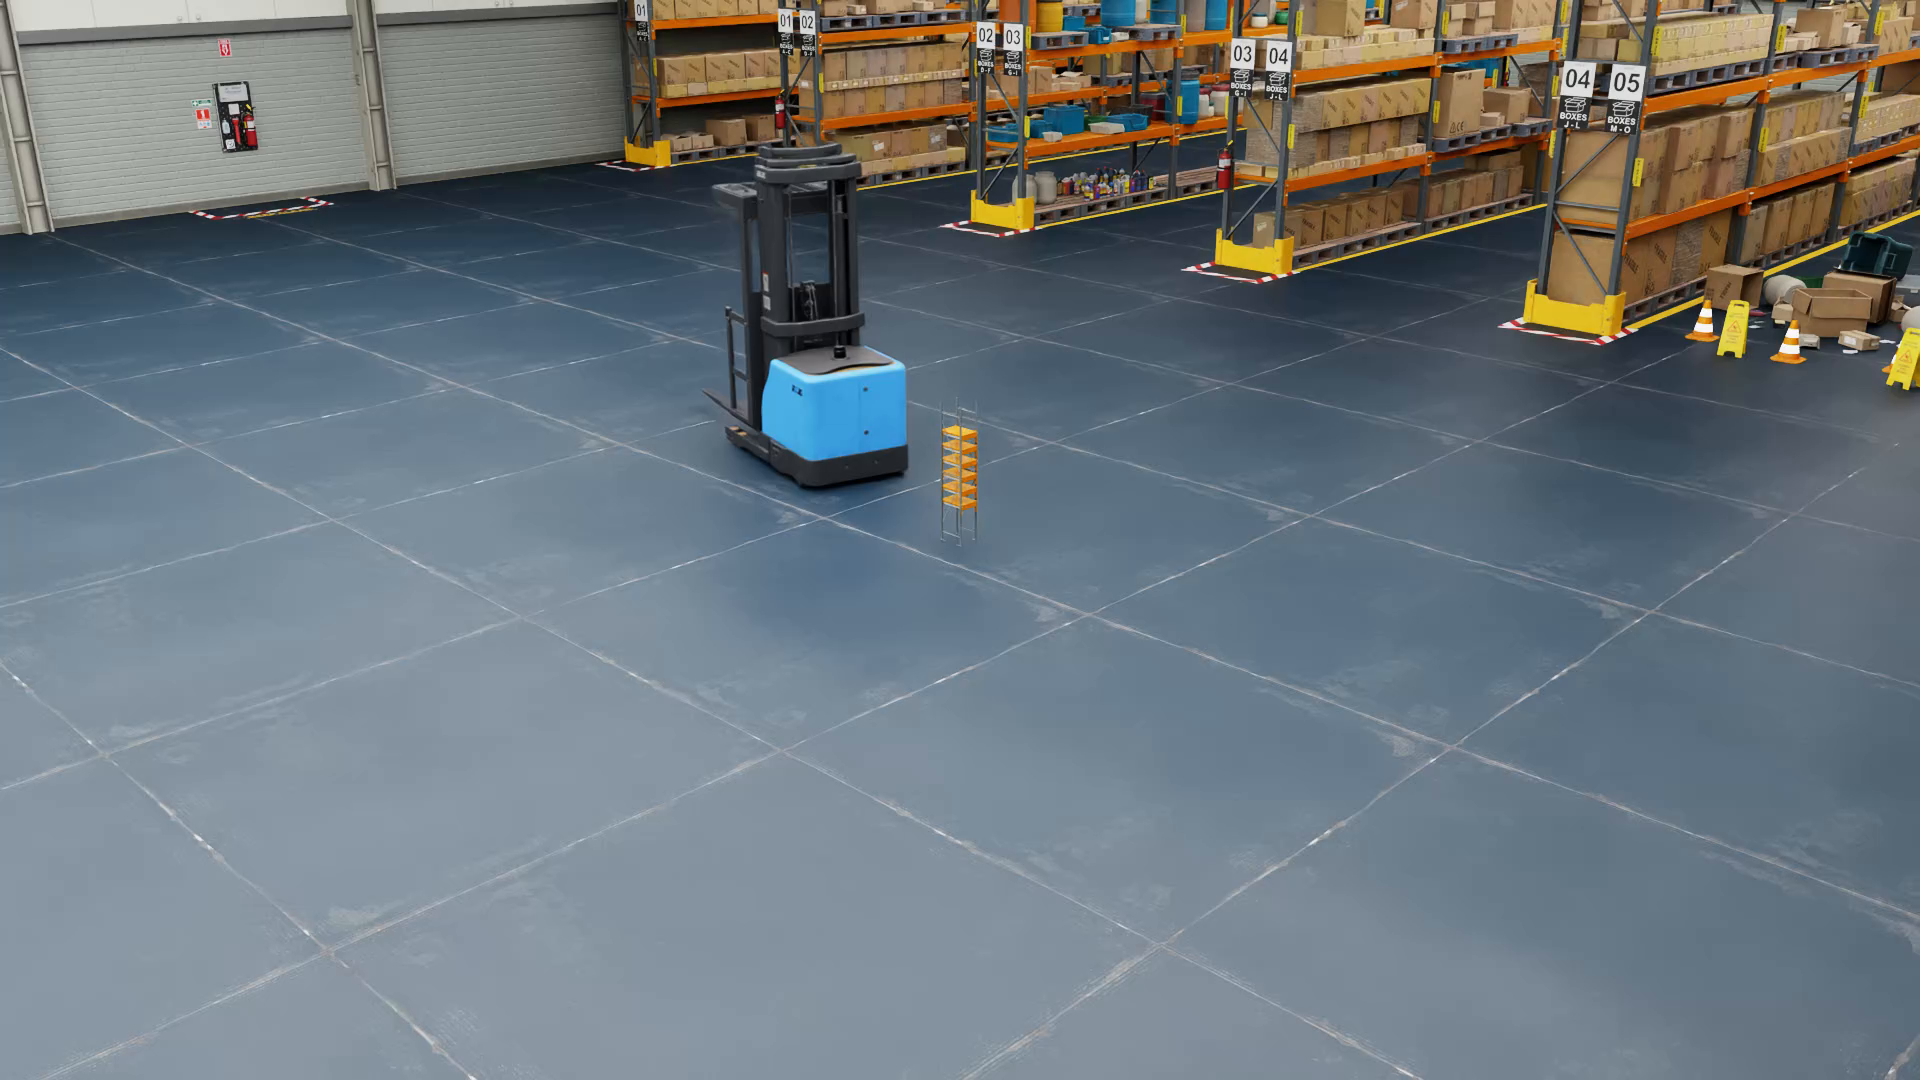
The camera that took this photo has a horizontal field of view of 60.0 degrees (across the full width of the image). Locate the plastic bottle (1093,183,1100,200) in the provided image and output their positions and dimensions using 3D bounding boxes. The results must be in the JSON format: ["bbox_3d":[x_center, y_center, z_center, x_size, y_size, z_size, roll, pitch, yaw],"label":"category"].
[{"bbox_3d":[2.337,-5.982,28.493,0.133,0.283,0.061,-20,28,-41],"label":"plastic bottle"}]

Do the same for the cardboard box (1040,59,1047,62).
[{"bbox_3d":[1.918,-11.902,41.043,0.380,0.149,0.250,20,28,41],"label":"cardboard box"}]

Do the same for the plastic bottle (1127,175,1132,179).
[{"bbox_3d":[2.968,-6.309,29.353,0.152,0.276,0.135,19,28,41],"label":"plastic bottle"}]

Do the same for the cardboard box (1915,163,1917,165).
[{"bbox_3d":[17.011,-6.567,29.399,0.380,0.149,0.250,18,28,39],"label":"cardboard box"}]

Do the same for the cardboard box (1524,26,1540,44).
[{"bbox_3d":[9.315,-8.436,27.731,0.500,0.250,0.500,19,28,40],"label":"cardboard box"}]

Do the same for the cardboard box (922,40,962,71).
[{"bbox_3d":[-0.383,-9.409,32.287,0.700,0.500,0.500,19,28,41],"label":"cardboard box"}]

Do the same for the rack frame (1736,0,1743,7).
[{"bbox_3d":[15.388,-12.277,33.335,1.000,3.000,0.127,19,28,41],"label":"rack frame"}]

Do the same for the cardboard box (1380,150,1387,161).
[{"bbox_3d":[6.315,-5.911,25.485,0.380,0.149,0.250,19,28,41],"label":"cardboard box"}]

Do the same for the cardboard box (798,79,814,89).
[{"bbox_3d":[-2.739,-8.339,30.409,0.380,0.149,0.250,19,28,40],"label":"cardboard box"}]

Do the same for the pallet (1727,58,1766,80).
[{"bbox_3d":[9.922,-6.276,22.026,1.003,0.211,1.213,19,28,41],"label":"pallet"}]

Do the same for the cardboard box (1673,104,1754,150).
[{"bbox_3d":[10.218,-5.612,22.643,0.875,0.550,0.550,19,28,41],"label":"cardboard box"}]

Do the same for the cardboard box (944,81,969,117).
[{"bbox_3d":[-0.233,-10.488,39.454,0.750,0.750,0.750,19,28,40],"label":"cardboard box"}]

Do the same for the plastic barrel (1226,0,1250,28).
[{"bbox_3d":[5.074,-9.935,30.825,0.600,0.830,0.708,19,28,41],"label":"plastic barrel"}]

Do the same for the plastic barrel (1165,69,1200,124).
[{"bbox_3d":[3.955,-7.889,29.582,0.600,0.901,0.708,19,28,41],"label":"plastic barrel"}]

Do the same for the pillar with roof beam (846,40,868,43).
[{"bbox_3d":[0.718,-12.744,34.551,9.100,9.000,0.400,19,28,41],"label":"pillar with roof beam"}]

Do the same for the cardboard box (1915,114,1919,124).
[{"bbox_3d":[15.946,-7.108,28.014,0.380,0.149,0.250,18,28,39],"label":"cardboard box"}]

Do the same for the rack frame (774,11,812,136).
[{"bbox_3d":[-3.630,-10.111,36.062,1.000,3.000,0.127,19,28,41],"label":"rack frame"}]

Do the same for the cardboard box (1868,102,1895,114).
[{"bbox_3d":[14.844,-6.981,26.854,0.380,0.149,0.250,19,28,40],"label":"cardboard box"}]

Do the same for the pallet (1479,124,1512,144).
[{"bbox_3d":[8.456,-6.812,27.745,1.003,0.211,1.213,19,28,41],"label":"pallet"}]

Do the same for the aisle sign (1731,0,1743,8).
[{"bbox_3d":[15.653,-10.633,33.797,0.394,0.787,0.004,19,28,41],"label":"aisle sign"}]

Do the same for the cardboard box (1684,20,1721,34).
[{"bbox_3d":[9.236,-6.393,20.720,0.250,0.149,0.380,-20,28,-41],"label":"cardboard box"}]

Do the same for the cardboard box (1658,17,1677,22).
[{"bbox_3d":[8.941,-6.623,21.319,0.380,0.149,0.250,19,28,40],"label":"cardboard box"}]

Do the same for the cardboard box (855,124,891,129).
[{"bbox_3d":[-1.671,-7.708,32.011,0.500,0.500,0.500,19,28,41],"label":"cardboard box"}]

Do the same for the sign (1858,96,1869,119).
[{"bbox_3d":[13.691,-6.555,25.196,0.100,0.325,0.005,19,28,41],"label":"sign"}]

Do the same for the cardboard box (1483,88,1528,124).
[{"bbox_3d":[9.141,-7.345,28.142,0.500,0.500,0.700,-15,26,-34],"label":"cardboard box"}]

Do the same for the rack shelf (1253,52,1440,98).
[{"bbox_3d":[5.622,-6.942,24.639,1.077,0.370,4.000,19,28,41],"label":"rack shelf"}]

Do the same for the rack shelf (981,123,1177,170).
[{"bbox_3d":[2.073,-6.782,28.402,1.077,0.370,4.000,19,28,41],"label":"rack shelf"}]

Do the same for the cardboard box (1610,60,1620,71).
[{"bbox_3d":[7.875,-5.857,20.438,0.380,0.149,0.250,20,28,41],"label":"cardboard box"}]

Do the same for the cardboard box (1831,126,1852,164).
[{"bbox_3d":[13.169,-6.016,25.269,0.500,0.500,0.500,19,28,41],"label":"cardboard box"}]

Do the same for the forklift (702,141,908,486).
[{"bbox_3d":[-1.657,-2.335,15.926,1.130,2.935,3.031,-12,24,-28],"label":"forklift"}]

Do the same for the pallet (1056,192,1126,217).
[{"bbox_3d":[2.119,-5.853,28.869,1.003,0.211,1.213,19,28,41],"label":"pallet"}]

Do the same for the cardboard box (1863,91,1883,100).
[{"bbox_3d":[15.477,-7.551,28.337,0.250,0.149,0.380,-18,28,-39],"label":"cardboard box"}]

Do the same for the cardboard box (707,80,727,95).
[{"bbox_3d":[-5.141,-9.335,34.223,0.500,0.250,0.500,19,28,40],"label":"cardboard box"}]

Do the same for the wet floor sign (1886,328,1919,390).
[{"bbox_3d":[10.428,-2.003,18.249,0.232,0.644,0.267,-10,23,-24],"label":"wet floor sign"}]

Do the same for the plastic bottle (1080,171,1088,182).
[{"bbox_3d":[2.180,-6.339,29.327,0.144,0.351,0.185,19,28,40],"label":"plastic bottle"}]

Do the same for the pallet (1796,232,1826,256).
[{"bbox_3d":[12.687,-4.667,25.785,1.003,0.211,1.213,19,28,41],"label":"pallet"}]

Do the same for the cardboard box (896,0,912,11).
[{"bbox_3d":[-1.317,-10.190,31.162,0.637,0.503,0.797,-16,26,-36],"label":"cardboard box"}]

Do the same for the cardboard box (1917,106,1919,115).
[{"bbox_3d":[15.945,-7.247,27.960,0.250,0.149,0.380,-19,28,-40],"label":"cardboard box"}]

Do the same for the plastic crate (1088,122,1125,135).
[{"bbox_3d":[2.517,-7.028,28.407,0.530,0.136,0.437,19,28,41],"label":"plastic crate"}]

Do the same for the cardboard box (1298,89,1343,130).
[{"bbox_3d":[5.159,-6.216,23.980,0.500,0.500,0.500,19,28,41],"label":"cardboard box"}]

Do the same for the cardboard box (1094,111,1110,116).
[{"bbox_3d":[3.235,-8.985,36.002,0.500,0.500,0.500,-19,28,-40],"label":"cardboard box"}]

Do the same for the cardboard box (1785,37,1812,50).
[{"bbox_3d":[11.664,-6.945,23.270,0.380,0.149,0.250,19,28,41],"label":"cardboard box"}]

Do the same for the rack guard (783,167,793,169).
[{"bbox_3d":[-2.885,-6.671,30.596,1.175,0.500,0.348,19,28,41],"label":"rack guard"}]

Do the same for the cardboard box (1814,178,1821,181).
[{"bbox_3d":[13.580,-5.773,26.630,0.500,0.250,0.500,18,28,39],"label":"cardboard box"}]

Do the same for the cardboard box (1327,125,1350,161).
[{"bbox_3d":[5.272,-5.960,24.708,0.875,0.500,0.500,19,28,41],"label":"cardboard box"}]

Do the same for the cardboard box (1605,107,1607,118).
[{"bbox_3d":[11.757,-8.045,30.547,0.500,0.500,0.500,19,28,40],"label":"cardboard box"}]

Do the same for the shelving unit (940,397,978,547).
[{"bbox_3d":[-0.010,-0.556,13.711,0.258,1.200,0.189,19,28,41],"label":"shelving unit"}]

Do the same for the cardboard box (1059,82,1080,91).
[{"bbox_3d":[2.283,-9.483,34.777,0.380,0.149,0.250,19,28,41],"label":"cardboard box"}]

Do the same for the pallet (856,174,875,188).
[{"bbox_3d":[-2.365,-6.750,31.202,1.003,0.211,1.213,19,28,41],"label":"pallet"}]

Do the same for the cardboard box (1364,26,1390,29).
[{"bbox_3d":[6.432,-7.816,25.564,0.380,0.149,0.250,18,27,38],"label":"cardboard box"}]

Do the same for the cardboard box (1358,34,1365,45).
[{"bbox_3d":[5.657,-7.294,24.206,0.380,0.149,0.250,19,28,40],"label":"cardboard box"}]

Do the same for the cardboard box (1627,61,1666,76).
[{"bbox_3d":[8.179,-5.630,19.847,0.380,0.149,0.250,20,28,41],"label":"cardboard box"}]

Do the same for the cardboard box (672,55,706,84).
[{"bbox_3d":[-5.520,-9.544,33.723,0.500,0.500,0.500,19,28,41],"label":"cardboard box"}]

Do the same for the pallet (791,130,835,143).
[{"bbox_3d":[-3.088,-9.010,37.084,1.003,0.211,1.213,19,28,41],"label":"pallet"}]

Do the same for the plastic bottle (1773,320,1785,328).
[{"bbox_3d":[10.323,-2.730,20.955,0.133,0.061,0.283,9,23,23],"label":"plastic bottle"}]

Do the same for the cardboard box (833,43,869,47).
[{"bbox_3d":[-2.419,-10.804,37.113,0.500,0.500,0.700,-16,26,-35],"label":"cardboard box"}]
